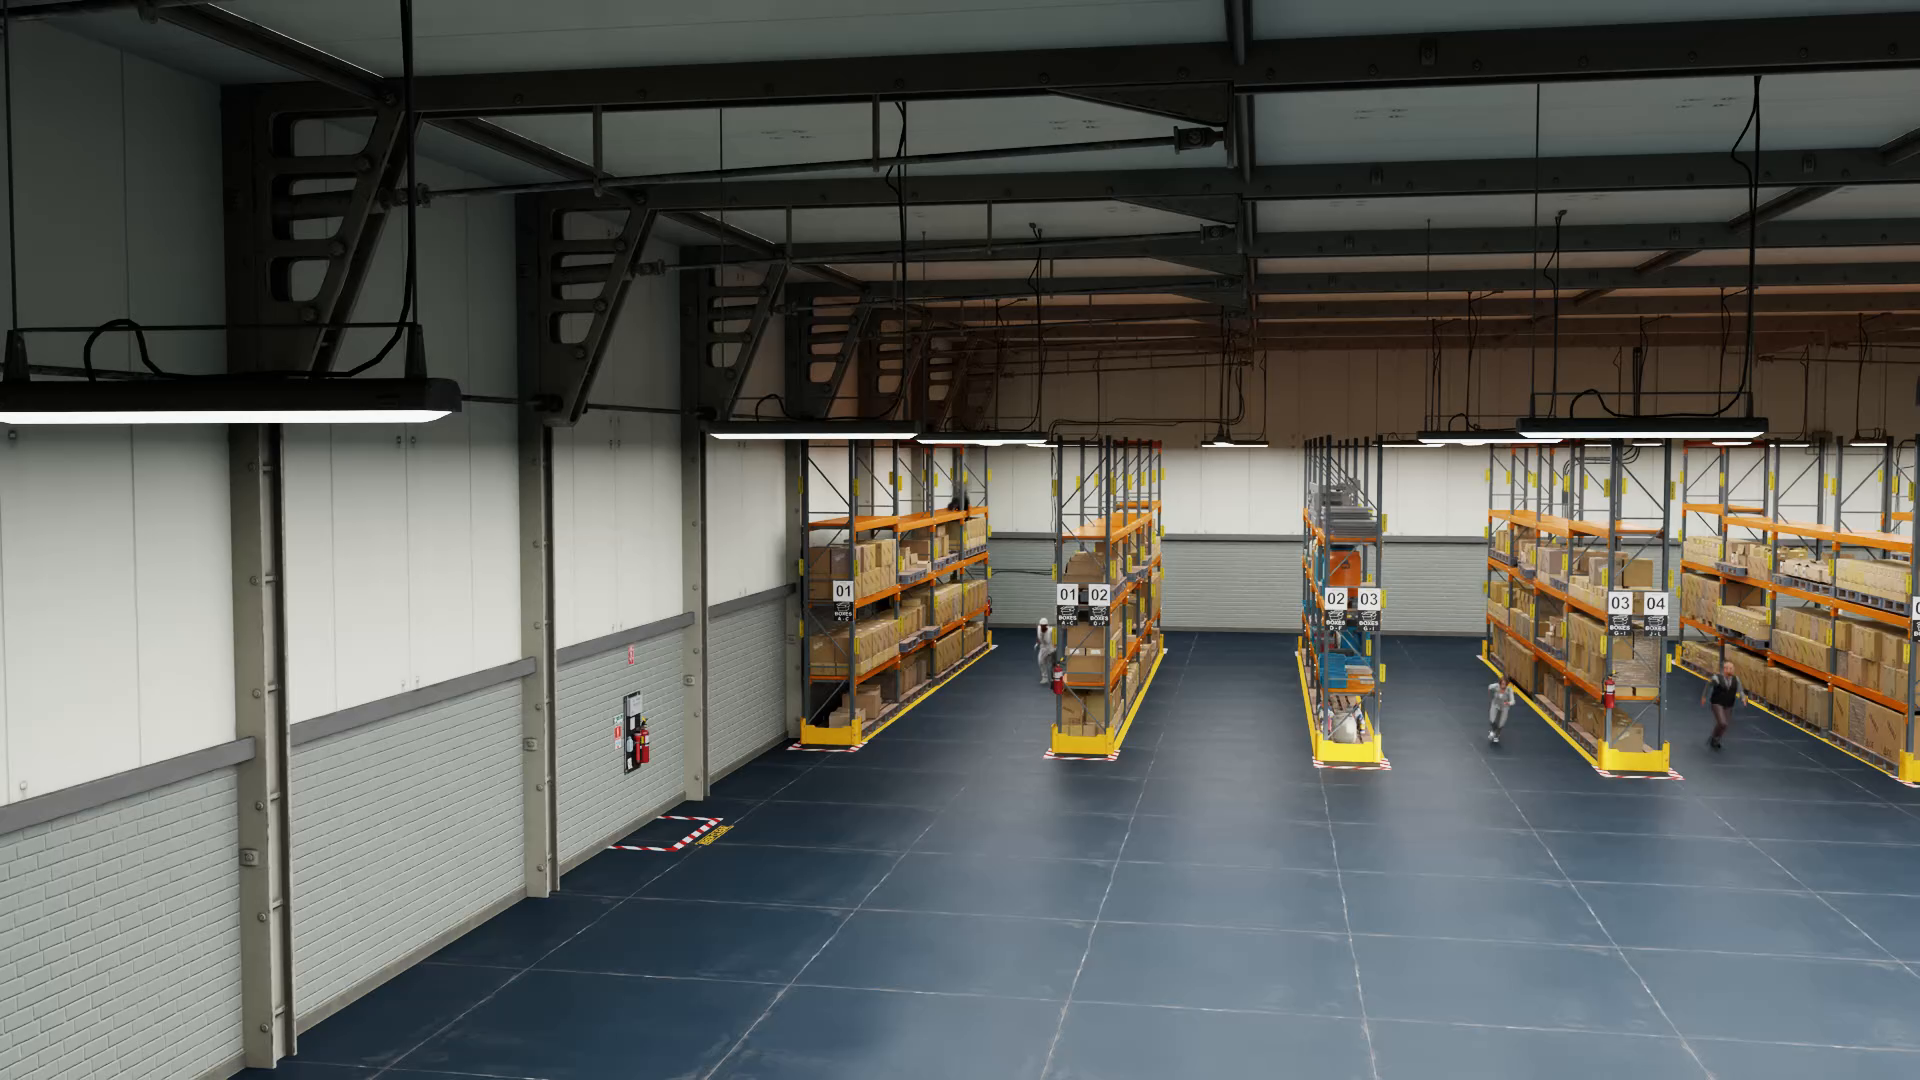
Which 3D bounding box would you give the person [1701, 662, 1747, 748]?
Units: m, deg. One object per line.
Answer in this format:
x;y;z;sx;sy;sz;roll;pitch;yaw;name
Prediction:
14.598;3.157;31.679;0.618;1.669;0.806;0;3;-7;person

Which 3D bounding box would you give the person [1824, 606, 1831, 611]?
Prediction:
23.963;2.372;45.769;0.850;1.847;0.634;0;3;-2;person

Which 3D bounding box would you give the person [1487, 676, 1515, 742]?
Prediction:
10.474;3.286;32.205;0.516;1.362;0.919;1;3;19;person

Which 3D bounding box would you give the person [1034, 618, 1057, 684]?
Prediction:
2.199;2.690;40.868;0.698;1.633;1.104;2;3;28;person
